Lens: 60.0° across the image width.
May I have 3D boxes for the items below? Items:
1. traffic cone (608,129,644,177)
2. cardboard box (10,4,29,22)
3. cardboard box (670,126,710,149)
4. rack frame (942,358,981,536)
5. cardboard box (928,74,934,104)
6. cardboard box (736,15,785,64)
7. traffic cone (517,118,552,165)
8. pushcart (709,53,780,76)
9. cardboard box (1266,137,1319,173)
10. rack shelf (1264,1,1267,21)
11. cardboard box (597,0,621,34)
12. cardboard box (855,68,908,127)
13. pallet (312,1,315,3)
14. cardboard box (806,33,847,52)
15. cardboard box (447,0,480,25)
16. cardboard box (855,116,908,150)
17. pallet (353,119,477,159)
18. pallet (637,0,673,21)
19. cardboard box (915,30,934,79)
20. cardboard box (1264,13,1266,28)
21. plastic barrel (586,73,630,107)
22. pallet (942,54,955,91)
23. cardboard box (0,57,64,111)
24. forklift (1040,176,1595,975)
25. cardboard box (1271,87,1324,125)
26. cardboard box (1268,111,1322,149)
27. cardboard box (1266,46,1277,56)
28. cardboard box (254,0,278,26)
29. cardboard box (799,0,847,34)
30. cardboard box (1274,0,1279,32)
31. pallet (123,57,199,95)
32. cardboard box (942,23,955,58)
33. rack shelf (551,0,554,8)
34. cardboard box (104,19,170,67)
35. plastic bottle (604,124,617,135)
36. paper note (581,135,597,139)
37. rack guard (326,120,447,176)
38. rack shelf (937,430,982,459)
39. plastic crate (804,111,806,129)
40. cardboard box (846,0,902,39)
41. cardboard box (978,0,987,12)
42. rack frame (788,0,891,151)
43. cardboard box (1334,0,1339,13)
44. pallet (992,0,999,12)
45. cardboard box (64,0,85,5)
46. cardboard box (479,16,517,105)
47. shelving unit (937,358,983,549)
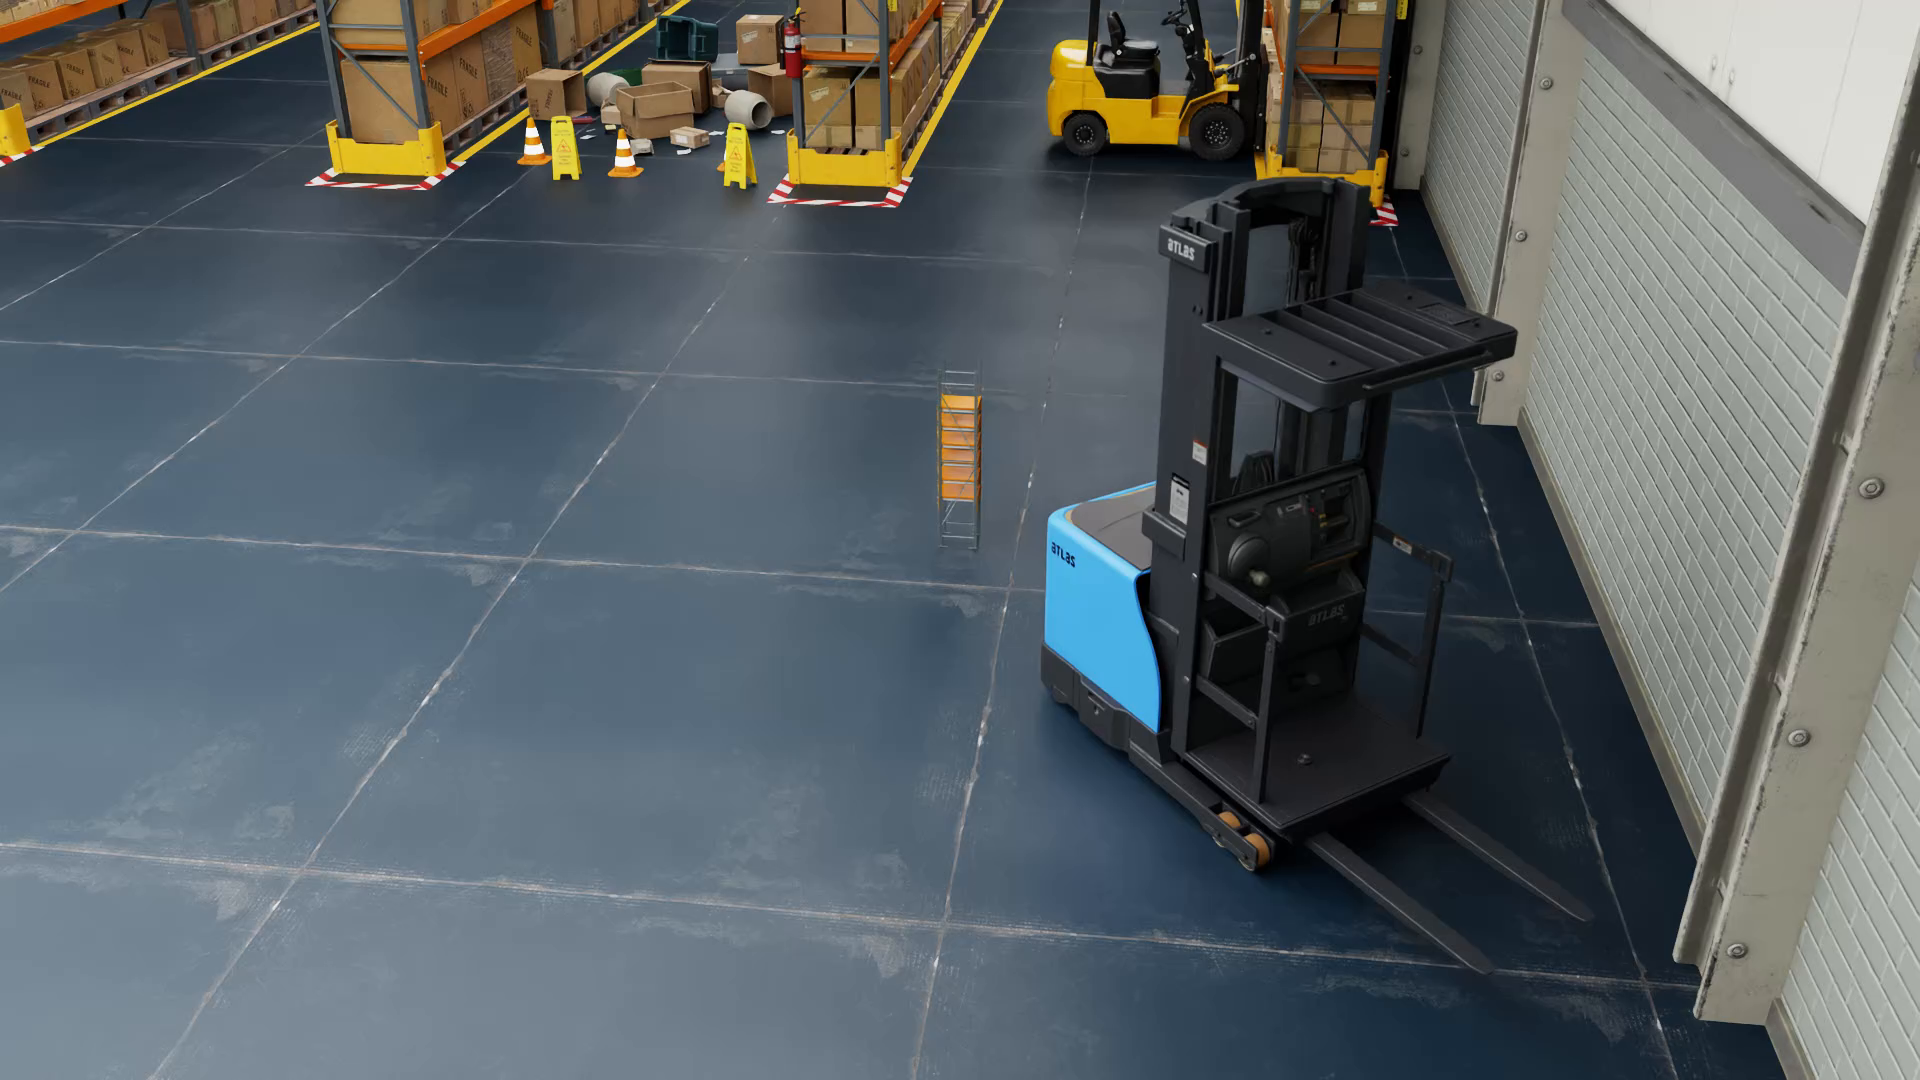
[{"bbox_3d":[-3.590,-4.150,17.758,0.336,0.463,0.334,3,28,6],"label":"traffic cone"},{"bbox_3d":[-10.687,-5.904,18.604,0.380,0.149,0.250,3,28,6],"label":"cardboard box"},{"bbox_3d":[-3.063,-4.564,18.857,0.380,0.149,0.250,20,34,32],"label":"cardboard box"},{"bbox_3d":[0.009,-0.564,10.325,0.240,1.200,0.006,3,28,6],"label":"rack frame"},{"bbox_3d":[-0.590,-5.397,19.854,0.500,0.250,0.500,3,28,5],"label":"cardboard box"},{"bbox_3d":[-2.499,-6.290,20.893,0.500,0.500,0.500,3,28,6],"label":"cardboard box"},{"bbox_3d":[-4.669,-4.376,18.177,0.336,0.463,0.334,3,28,6],"label":"traffic cone"},{"bbox_3d":[-2.998,-5.923,21.138,1.648,0.377,0.936,-6,29,-11],"label":"pushcart"},{"bbox_3d":[3.452,-4.013,17.284,0.500,0.250,0.500,4,29,7],"label":"cardboard box"},{"bbox_3d":[4.443,-7.306,21.700,1.077,0.370,4.000,3,28,6],"label":"rack shelf"},{"bbox_3d":[-5.431,-7.592,23.402,1.050,0.750,0.750,4,29,7],"label":"cardboard box"},{"bbox_3d":[-0.843,-4.765,17.889,0.500,0.500,0.500,2,28,4],"label":"cardboard box"},{"bbox_3d":[-9.902,-8.566,26.220,1.003,0.211,1.213,3,28,6],"label":"pallet"},{"bbox_3d":[-1.385,-5.163,17.228,0.380,0.149,0.250,4,29,8],"label":"cardboard box"},{"bbox_3d":[-5.904,-6.085,18.517,0.875,0.550,0.550,3,28,6],"label":"cardboard box"},{"bbox_3d":[-0.845,-4.423,18.046,0.500,0.250,0.500,3,28,6],"label":"cardboard box"},{"bbox_3d":[-6.123,-4.479,18.633,1.003,0.211,1.213,3,28,6],"label":"pallet"},{"bbox_3d":[-5.066,-8.231,25.598,1.003,0.211,1.213,3,28,6],"label":"pallet"},{"bbox_3d":[-0.595,-5.739,19.698,0.500,0.500,0.500,4,29,7],"label":"cardboard box"},{"bbox_3d":[4.354,-6.432,21.379,0.875,0.625,0.625,3,28,6],"label":"cardboard box"},{"bbox_3d":[-4.270,-5.451,20.214,0.421,0.421,0.512,-24,36,-37],"label":"plastic barrel"},{"bbox_3d":[-0.635,-6.107,21.656,1.003,0.211,1.213,3,28,6],"label":"pallet"},{"bbox_3d":[-10.922,-5.322,19.451,0.500,0.500,0.500,11,30,19],"label":"cardboard box"},{"bbox_3d":[1.635,-0.015,7.479,1.130,2.935,3.031,-16,32,-27],"label":"forklift"},{"bbox_3d":[3.455,-4.448,17.038,0.500,0.250,0.500,4,29,8],"label":"cardboard box"},{"bbox_3d":[3.457,-4.240,17.180,0.500,0.250,0.500,3,28,6],"label":"cardboard box"},{"bbox_3d":[3.705,-5.412,18.826,0.500,0.250,0.500,4,29,8],"label":"cardboard box"},{"bbox_3d":[-10.254,-7.675,23.797,0.700,0.500,0.500,6,29,10],"label":"cardboard box"},{"bbox_3d":[-1.426,-5.532,17.228,0.500,0.500,0.500,3,28,5],"label":"cardboard box"},{"bbox_3d":[3.694,-5.812,18.062,0.500,0.500,0.500,4,29,7],"label":"cardboard box"},{"bbox_3d":[-10.611,-5.998,21.453,1.003,0.211,1.213,3,28,6],"label":"pallet"},{"bbox_3d":[-0.582,-6.582,21.924,0.950,0.372,0.625,5,29,9],"label":"cardboard box"},{"bbox_3d":[-5.409,-7.833,22.677,1.077,0.370,4.000,3,28,6],"label":"rack shelf"},{"bbox_3d":[-10.653,-6.443,21.531,0.500,0.500,0.500,3,28,5],"label":"cardboard box"},{"bbox_3d":[-4.072,-4.787,19.363,0.133,0.061,0.283,-6,29,-11],"label":"plastic bottle"},{"bbox_3d":[-4.272,-4.637,19.120,0.144,0.017,0.142,14,31,24],"label":"paper note"},{"bbox_3d":[-6.147,-4.214,17.836,1.175,0.500,0.348,3,28,6],"label":"rack guard"},{"bbox_3d":[-0.002,-0.588,10.209,0.258,0.103,0.180,3,28,6],"label":"rack shelf"},{"bbox_3d":[-1.735,-4.991,19.723,0.402,0.080,0.583,-6,29,-11],"label":"plastic crate"},{"bbox_3d":[-0.885,-5.467,17.108,0.500,0.500,0.500,3,28,5],"label":"cardboard box"},{"bbox_3d":[-0.071,-8.421,24.808,0.875,0.875,0.875,3,28,6],"label":"cardboard box"},{"bbox_3d":[-1.219,-5.085,16.819,1.000,3.000,0.127,3,28,6],"label":"rack frame"},{"bbox_3d":[4.086,-5.306,17.123,0.500,0.500,0.500,4,29,8],"label":"cardboard box"},{"bbox_3d":[0.085,-8.563,26.214,1.003,0.211,1.213,3,28,6],"label":"pallet"},{"bbox_3d":[-10.502,-6.371,19.471,0.380,0.149,0.250,3,28,6],"label":"cardboard box"},{"bbox_3d":[-5.907,-5.741,19.834,0.875,0.875,0.875,4,29,7],"label":"cardboard box"},{"bbox_3d":[-0.002,-0.521,10.245,0.258,1.200,0.189,3,28,6],"label":"shelving unit"}]
